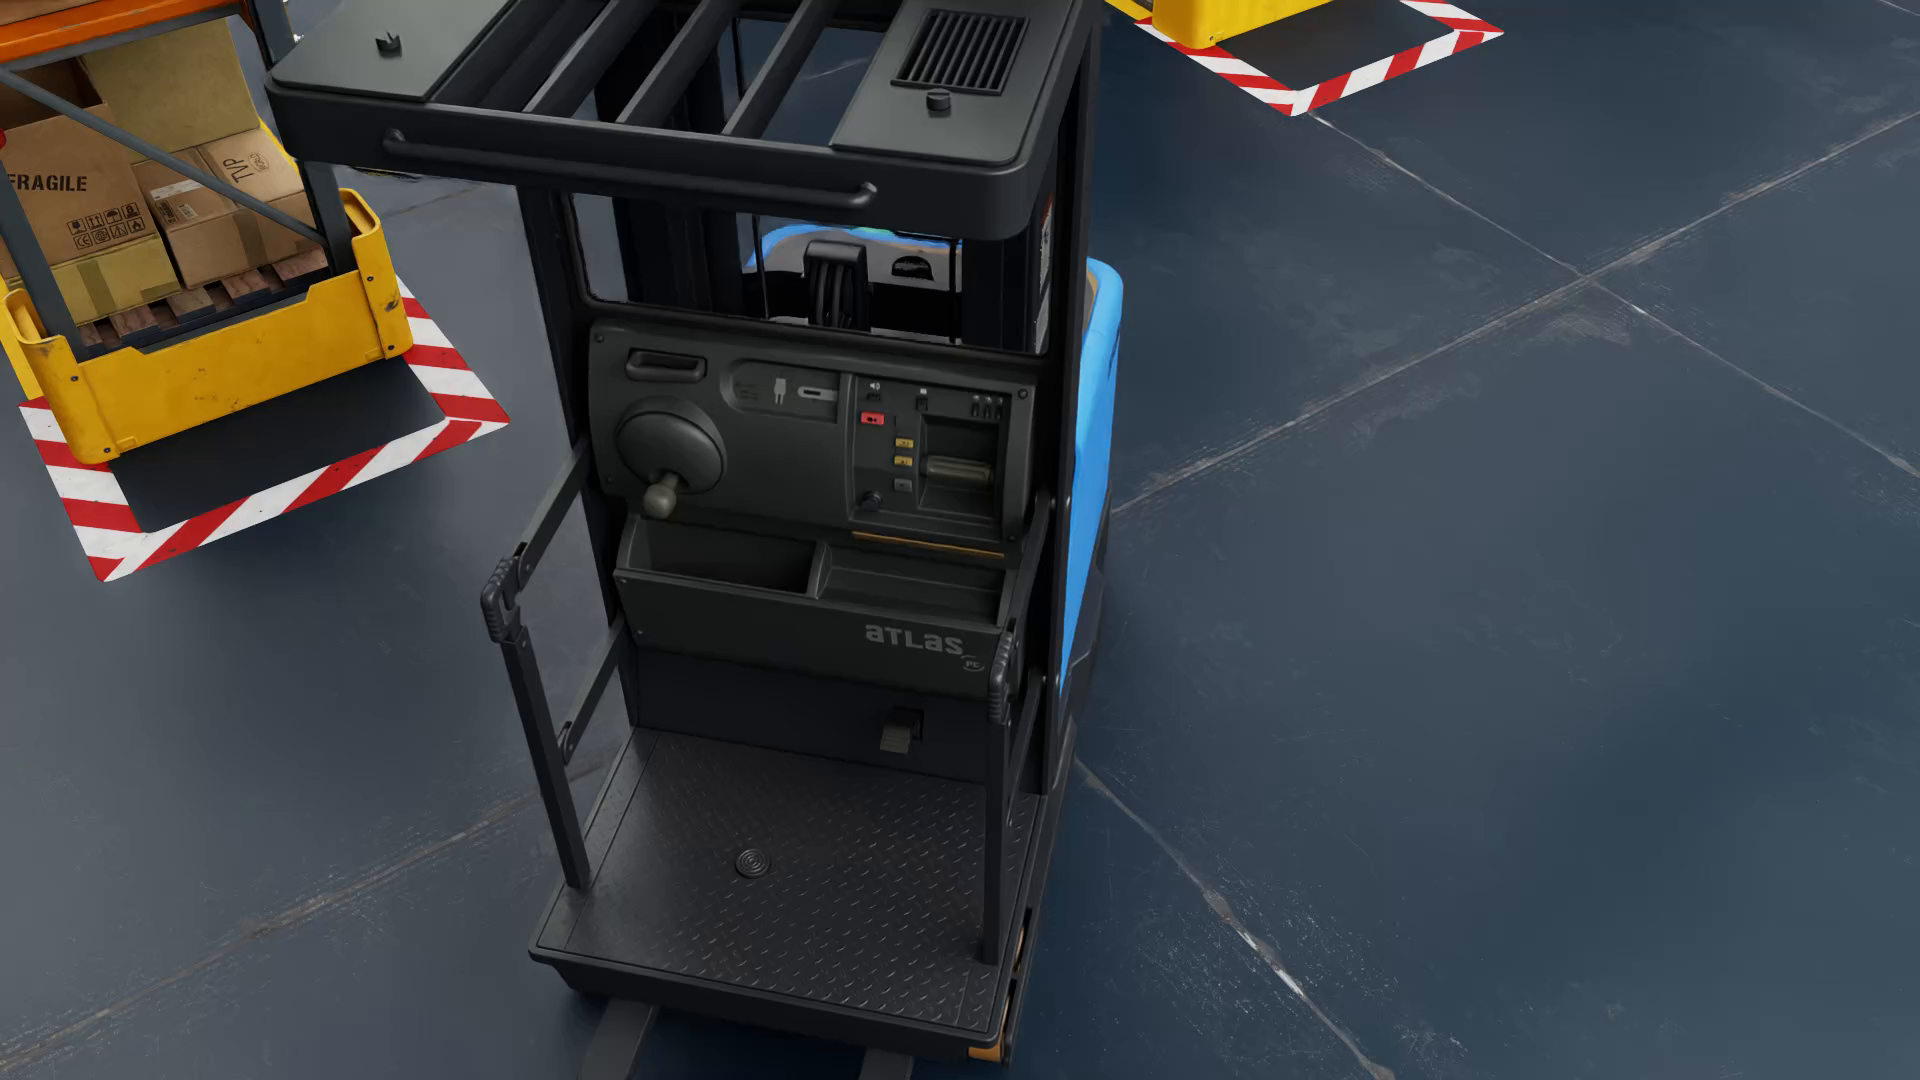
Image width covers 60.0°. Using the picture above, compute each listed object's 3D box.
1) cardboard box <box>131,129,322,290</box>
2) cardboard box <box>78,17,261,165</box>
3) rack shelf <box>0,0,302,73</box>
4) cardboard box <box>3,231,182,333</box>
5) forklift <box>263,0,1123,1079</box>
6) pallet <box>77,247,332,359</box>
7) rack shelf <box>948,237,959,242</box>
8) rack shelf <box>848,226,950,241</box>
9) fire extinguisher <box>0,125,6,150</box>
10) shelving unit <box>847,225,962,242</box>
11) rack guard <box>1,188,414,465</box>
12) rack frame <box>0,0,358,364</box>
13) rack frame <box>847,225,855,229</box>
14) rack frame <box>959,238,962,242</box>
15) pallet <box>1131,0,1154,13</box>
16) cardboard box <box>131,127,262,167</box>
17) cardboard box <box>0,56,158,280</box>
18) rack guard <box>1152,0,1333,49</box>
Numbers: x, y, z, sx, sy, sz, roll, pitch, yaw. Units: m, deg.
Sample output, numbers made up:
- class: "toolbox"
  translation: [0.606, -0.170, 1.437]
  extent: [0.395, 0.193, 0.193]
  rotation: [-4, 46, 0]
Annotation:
- class: "cardboard box"
  translation: [-2.659, -1.207, 6.029]
  extent: [0.500, 0.250, 0.500]
  rotation: [-26, 49, -24]
- class: "cardboard box"
  translation: [-2.947, -1.760, 6.066]
  extent: [0.500, 0.500, 0.500]
  rotation: [-26, 49, -24]
- class: "rack shelf"
  translation: [-3.679, -2.530, 6.249]
  extent: [1.077, 0.370, 4.000]
  rotation: [-26, 49, -24]
- class: "cardboard box"
  translation: [-3.084, -1.002, 5.814]
  extent: [0.500, 0.250, 0.500]
  rotation: [-26, 49, -24]
- class: "forklift"
  translation: [-0.355, -0.115, 3.247]
  extent: [1.130, 2.935, 3.031]
  rotation: [8, 44, 9]
- class: "pallet"
  translation: [-3.007, -1.066, 6.213]
  extent: [1.003, 0.211, 1.213]
  rotation: [-26, 49, -24]
- class: "rack shelf"
  translation: [-0.082, -1.004, 4.830]
  extent: [0.258, 0.148, 0.480]
  rotation: [-33, 53, -30]
- class: "rack shelf"
  translation: [-0.082, -0.831, 4.996]
  extent: [0.258, 0.148, 0.480]
  rotation: [-33, 53, -30]
- class: "fire extinguisher"
  translation: [-2.848, -1.379, 4.578]
  extent: [0.296, 0.674, 0.183]
  rotation: [-26, 49, -24]
- class: "shelving unit"
  translation: [-0.082, -0.703, 5.118]
  extent: [0.258, 1.200, 0.503]
  rotation: [-33, 53, -30]
- class: "rack guard"
  translation: [-2.521, -0.740, 5.663]
  extent: [1.175, 0.500, 0.348]
  rotation: [-26, 49, -24]
- class: "rack frame"
  translation: [-2.535, -1.658, 4.814]
  extent: [1.000, 3.000, 0.127]
  rotation: [-26, 49, -24]
- class: "rack frame"
  translation: [-0.250, -0.825, 5.246]
  extent: [0.240, 1.200, 0.015]
  rotation: [-33, 53, -30]
- class: "rack frame"
  translation: [0.086, -0.581, 4.990]
  extent: [0.240, 1.200, 0.015]
  rotation: [-33, 53, -30]
- class: "pallet"
  translation: [0.988, -3.090, 8.334]
  extent: [1.003, 0.211, 1.213]
  rotation: [-26, 49, -24]
- class: "cardboard box"
  translation: [-2.948, -1.488, 6.324]
  extent: [0.500, 0.250, 0.500]
  rotation: [-26, 49, -24]
- class: "cardboard box"
  translation: [-3.086, -1.272, 5.555]
  extent: [0.500, 0.500, 0.500]
  rotation: [-26, 49, -24]
- class: "rack guard"
  translation: [1.448, -2.732, 7.750]
  extent: [1.175, 0.500, 0.348]
  rotation: [-26, 49, -24]
